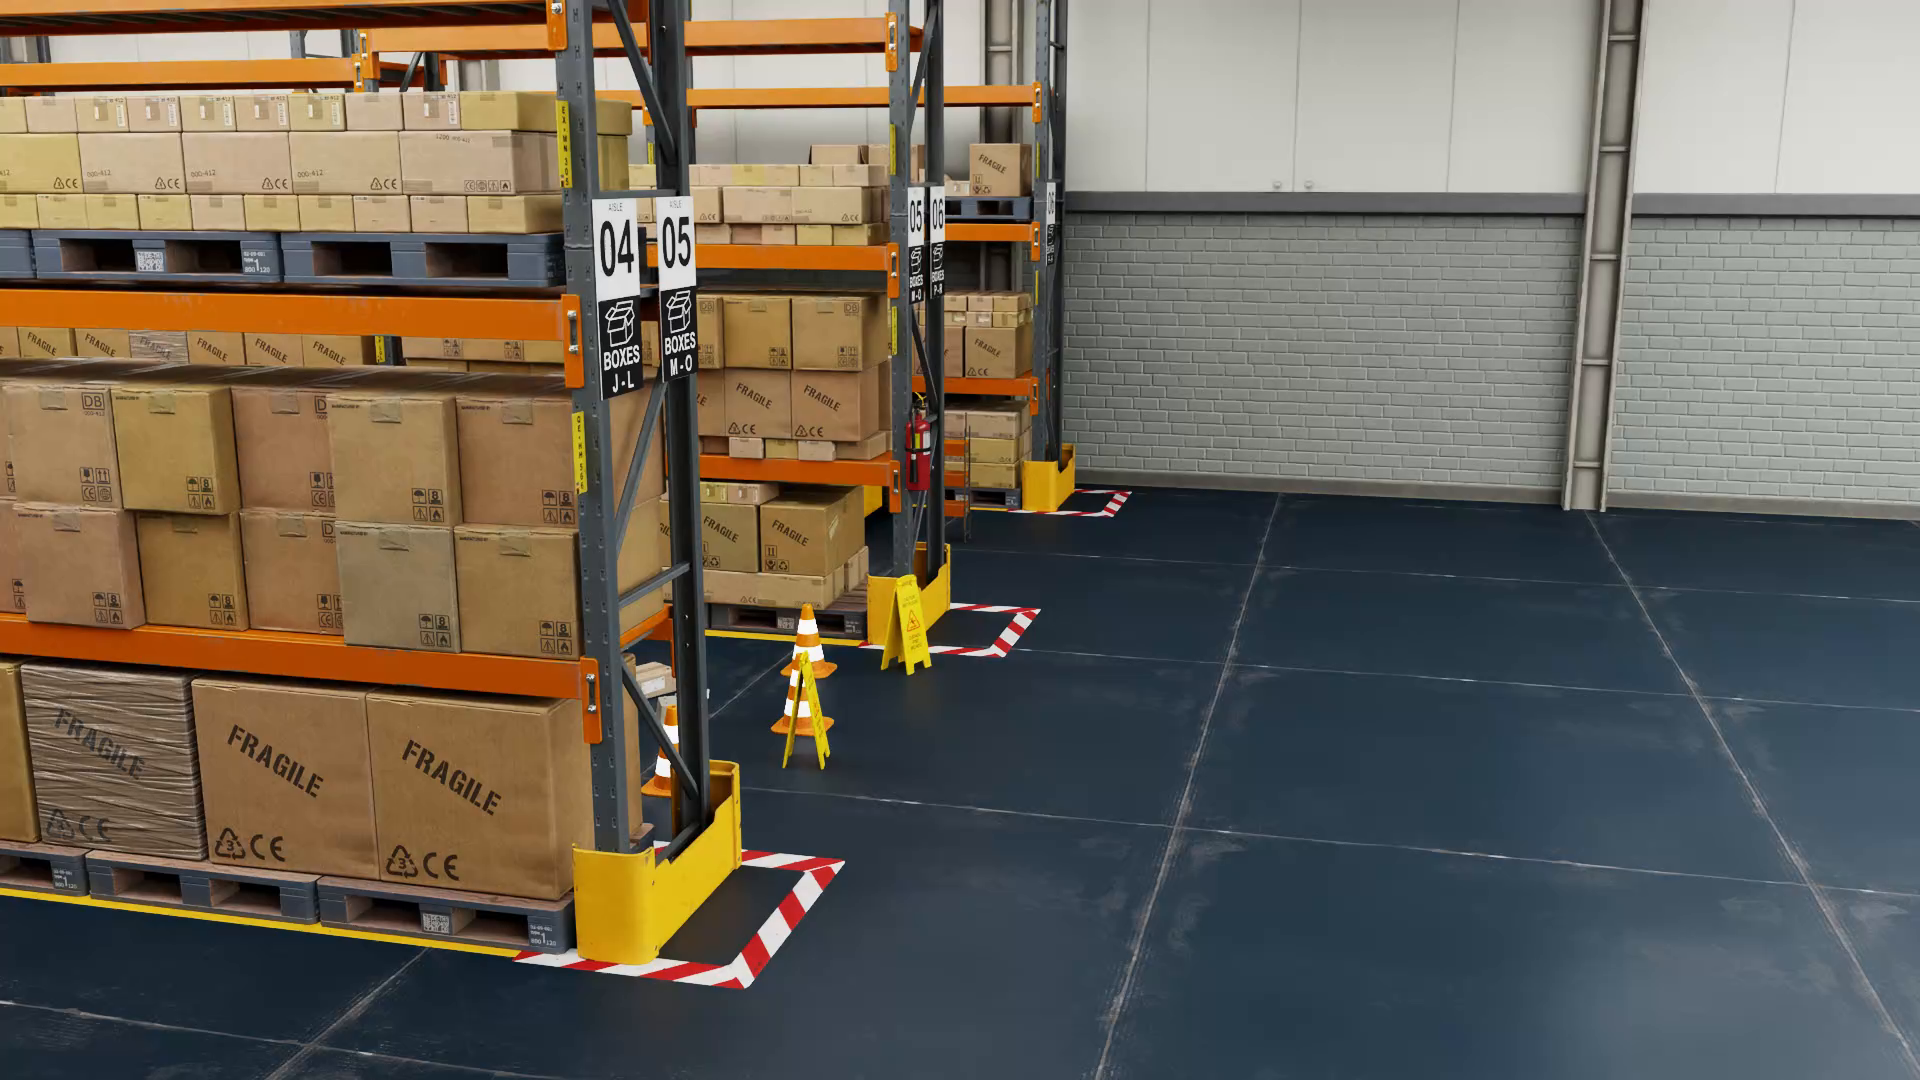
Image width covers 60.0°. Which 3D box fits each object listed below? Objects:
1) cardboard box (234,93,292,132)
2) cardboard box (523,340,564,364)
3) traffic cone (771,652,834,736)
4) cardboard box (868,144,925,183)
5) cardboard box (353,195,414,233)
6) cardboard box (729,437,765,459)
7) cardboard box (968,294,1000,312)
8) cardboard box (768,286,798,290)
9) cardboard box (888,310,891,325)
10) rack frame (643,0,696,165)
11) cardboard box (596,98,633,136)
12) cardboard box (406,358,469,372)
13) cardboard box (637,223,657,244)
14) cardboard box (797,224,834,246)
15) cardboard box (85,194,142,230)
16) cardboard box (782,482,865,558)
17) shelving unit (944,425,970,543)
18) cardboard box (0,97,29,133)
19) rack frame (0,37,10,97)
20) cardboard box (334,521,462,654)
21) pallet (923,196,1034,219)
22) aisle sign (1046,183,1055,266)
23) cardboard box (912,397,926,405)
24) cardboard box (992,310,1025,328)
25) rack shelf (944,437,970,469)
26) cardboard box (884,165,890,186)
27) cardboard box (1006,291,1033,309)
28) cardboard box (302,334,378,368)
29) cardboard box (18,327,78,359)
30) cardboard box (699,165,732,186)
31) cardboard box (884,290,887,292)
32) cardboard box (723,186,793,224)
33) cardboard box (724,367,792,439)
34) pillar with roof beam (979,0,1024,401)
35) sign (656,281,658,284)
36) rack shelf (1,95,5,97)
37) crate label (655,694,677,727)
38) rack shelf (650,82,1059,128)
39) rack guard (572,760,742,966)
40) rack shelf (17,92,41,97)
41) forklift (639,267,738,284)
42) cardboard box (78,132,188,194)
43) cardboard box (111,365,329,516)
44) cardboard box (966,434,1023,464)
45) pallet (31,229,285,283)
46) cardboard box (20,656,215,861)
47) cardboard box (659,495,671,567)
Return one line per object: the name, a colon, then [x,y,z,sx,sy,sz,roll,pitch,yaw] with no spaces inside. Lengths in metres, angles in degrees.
cardboard box: [-2.776,-1.766,6.898,0.250,0.149,0.380,3,13,14]
cardboard box: [-2.832,-1.587,12.251,0.500,0.500,0.700,3,13,12]
traffic cone: [-0.958,0.910,10.080,0.334,0.463,0.336,3,13,14]
cardboard box: [-0.568,-3.685,16.579,0.500,0.500,0.700,3,13,14]
cardboard box: [-2.281,-1.350,6.865,0.250,0.149,0.380,3,13,14]
cardboard box: [-1.483,-0.695,12.036,0.250,0.149,0.380,3,13,15]
cardboard box: [0.245,-2.364,16.563,0.250,0.149,0.380,3,13,14]
cardboard box: [-1.859,-2.605,17.652,0.250,0.149,0.380,3,13,12]
cardboard box: [-0.765,-2.258,16.775,0.250,0.149,0.380,3,13,14]
rack frame: [-2.993,-5.009,17.050,0.127,3.000,1.000,3,13,14]
cardboard box: [-1.631,-1.851,7.282,0.250,0.149,0.380,3,13,14]
cardboard box: [-3.819,-1.149,12.584,0.500,0.500,0.500,3,13,13]
cardboard box: [-2.211,-2.200,11.896,0.250,0.149,0.380,3,13,13]
cardboard box: [-0.958,-2.136,11.606,0.250,0.149,0.380,3,13,14]
cardboard box: [-3.518,-1.416,7.162,0.250,0.149,0.380,3,13,14]
cardboard box: [-1.036,-0.158,12.685,0.500,0.500,0.500,3,13,12]
shelving unit: [-0.052,-0.515,15.149,0.252,1.050,0.215,3,13,14]
cardboard box: [-4.005,-1.832,7.194,0.250,0.149,0.380,3,13,14]
rack frame: [-8.062,-4.172,13.280,0.127,3.000,1.000,3,13,14]
cardboard box: [-2.294,0.111,7.479,0.550,0.550,0.875,3,13,14]
pallet: [0.210,-3.336,16.639,1.213,0.211,1.003,3,13,14]
aisle sign: [0.884,-3.076,16.189,0.004,0.787,0.394,3,13,14]
cardboard box: [-0.500,-1.341,17.440,0.500,0.250,0.500,3,13,13]
cardboard box: [0.486,-2.197,16.498,0.250,0.149,0.380,3,13,14]
rack shelf: [-0.052,-0.782,15.090,0.240,0.259,0.215,3,13,14]
cardboard box: [-0.592,-2.621,11.951,0.250,0.149,0.380,3,13,13]
cardboard box: [0.615,-2.445,16.932,0.250,0.149,0.380,3,13,12]
cardboard box: [-4.682,-1.411,12.796,0.500,0.500,0.500,3,13,12]
cardboard box: [-7.173,-1.545,13.401,0.500,0.500,0.500,4,13,16]
cardboard box: [-1.658,-2.584,11.785,0.250,0.149,0.380,3,13,14]
cardboard box: [-0.620,-2.536,17.338,0.250,0.149,0.380,3,13,12]
cardboard box: [-1.342,-2.364,11.714,0.500,0.250,0.500,3,13,13]
cardboard box: [-1.373,-1.020,12.003,0.500,0.500,0.500,3,13,14]
pillar with roof beam: [-0.601,-4.122,13.051,0.400,9.000,9.100,3,13,14]
sign: [-3.114,-2.492,17.066,0.005,0.325,0.100,3,13,14]
rack shelf: [-10.004,-3.730,13.869,4.000,0.370,1.077,3,13,14]
crate label: [-1.736,1.041,10.240,0.298,0.136,0.250,-4,13,-16]
rack shelf: [-1.052,-4.359,16.703,4.000,0.370,1.077,3,13,14]
rack guard: [-1.360,1.439,7.608,0.348,0.500,1.175,3,13,14]
rack shelf: [-12.702,-5.175,19.467,4.000,0.370,1.077,3,13,14]
forklift: [-2.800,-1.771,16.467,3.031,2.935,1.130,-7,14,-30]
cardboard box: [-3.387,-1.618,7.150,0.500,0.250,0.500,3,13,14]
cardboard box: [-3.347,-0.477,7.635,0.500,0.550,0.875,3,13,14]
cardboard box: [0.343,-0.939,16.780,0.500,0.250,0.500,3,13,13]
pallet: [-3.294,-1.302,7.475,1.213,0.211,1.003,3,13,14]
cardboard box: [-3.797,0.936,8.043,0.875,0.875,0.875,3,13,14]
cardboard box: [-2.132,-0.098,12.413,0.500,0.500,0.500,3,13,12]
